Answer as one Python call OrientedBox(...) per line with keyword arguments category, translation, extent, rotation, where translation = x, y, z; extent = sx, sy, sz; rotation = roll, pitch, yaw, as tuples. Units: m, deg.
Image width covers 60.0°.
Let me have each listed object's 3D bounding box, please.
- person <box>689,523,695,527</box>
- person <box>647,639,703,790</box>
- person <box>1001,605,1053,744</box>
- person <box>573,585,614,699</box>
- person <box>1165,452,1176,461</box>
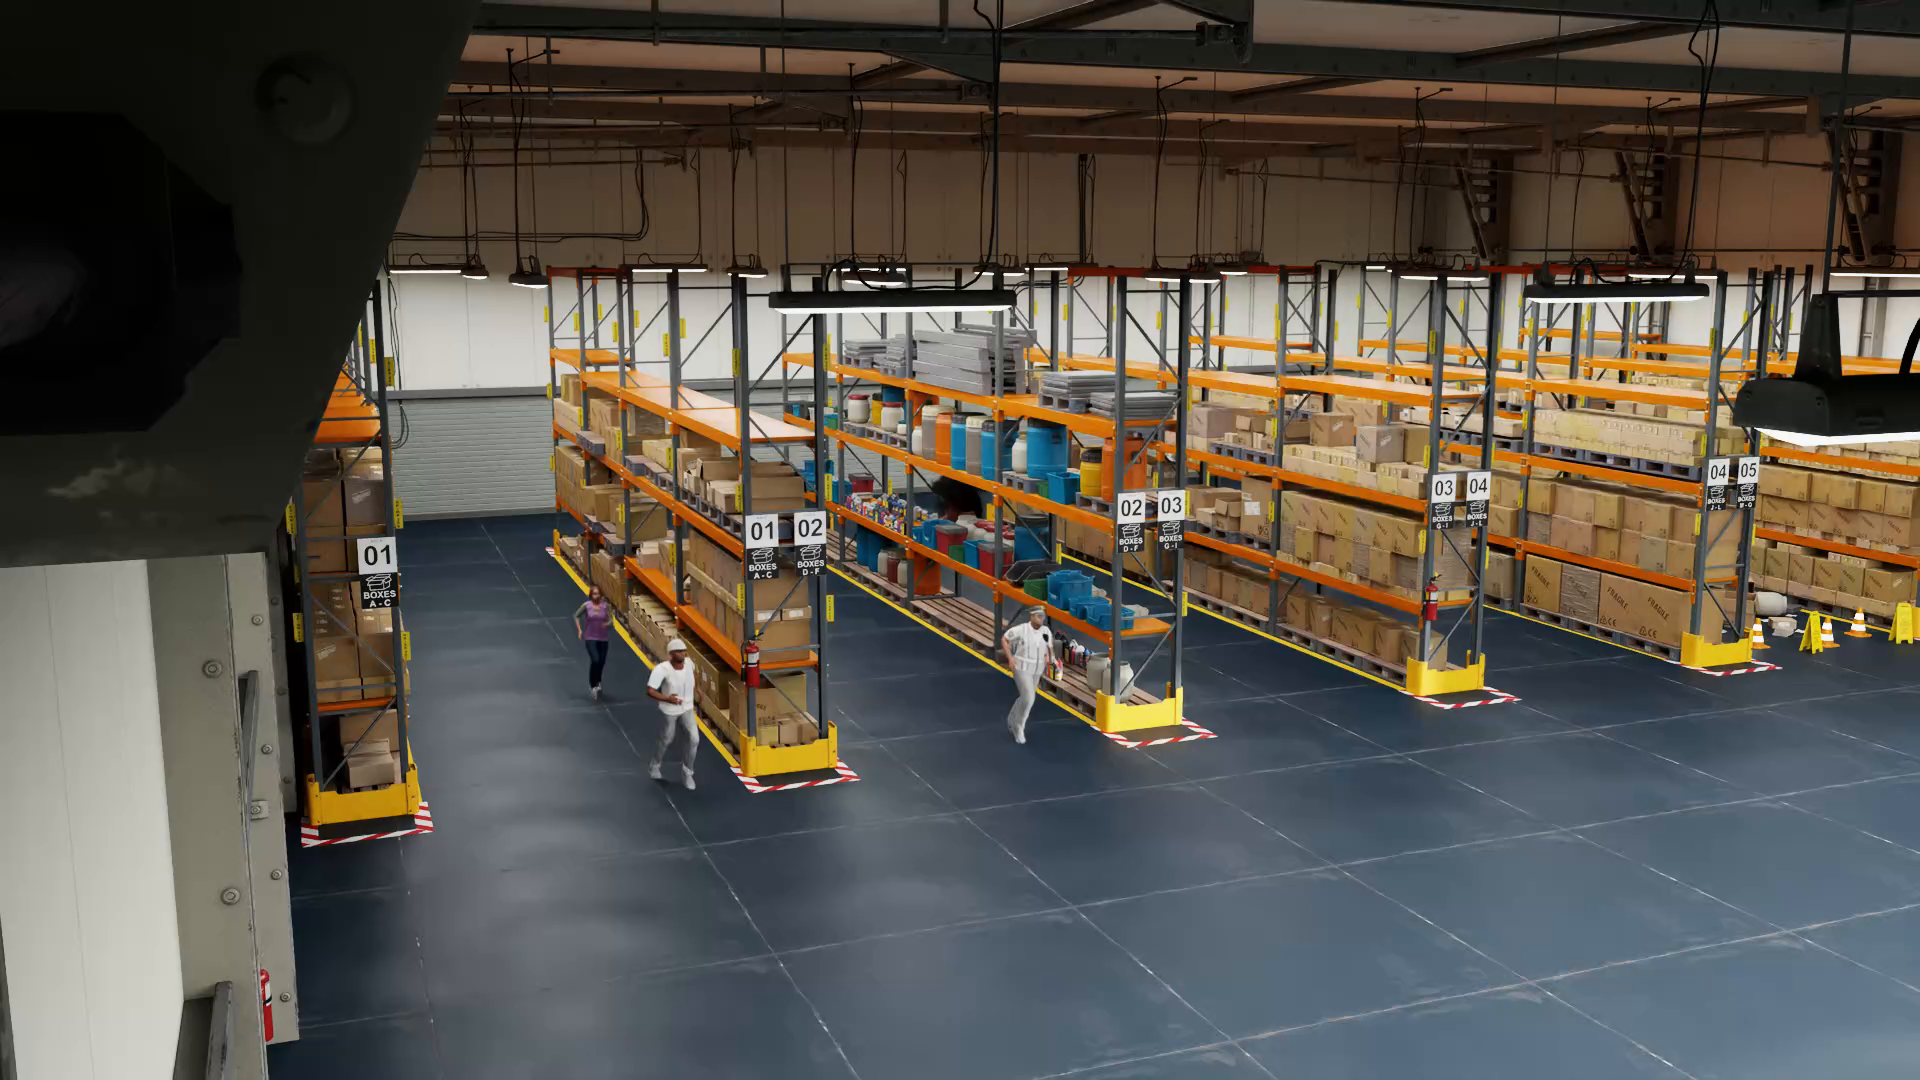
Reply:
OrientedBox(category="person", translation=(-5.306, -0.332, 33.502), extent=(0.664, 1.824, 0.806), rotation=(-6, 11, -30))
OrientedBox(category="person", translation=(-3.398, 2.057, 19.851), extent=(0.792, 1.836, 0.711), rotation=(-8, 13, -39))
OrientedBox(category="person", translation=(0.909, 1.733, 21.804), extent=(0.678, 1.801, 0.718), rotation=(-7, 12, -34))
OrientedBox(category="person", translation=(-5.192, 1.451, 23.731), extent=(0.503, 1.613, 0.682), rotation=(-6, 11, -29))
OrientedBox(category="person", translation=(5.241, -1.708, 41.387), extent=(0.725, 1.776, 0.709), rotation=(-6, 12, -30))
